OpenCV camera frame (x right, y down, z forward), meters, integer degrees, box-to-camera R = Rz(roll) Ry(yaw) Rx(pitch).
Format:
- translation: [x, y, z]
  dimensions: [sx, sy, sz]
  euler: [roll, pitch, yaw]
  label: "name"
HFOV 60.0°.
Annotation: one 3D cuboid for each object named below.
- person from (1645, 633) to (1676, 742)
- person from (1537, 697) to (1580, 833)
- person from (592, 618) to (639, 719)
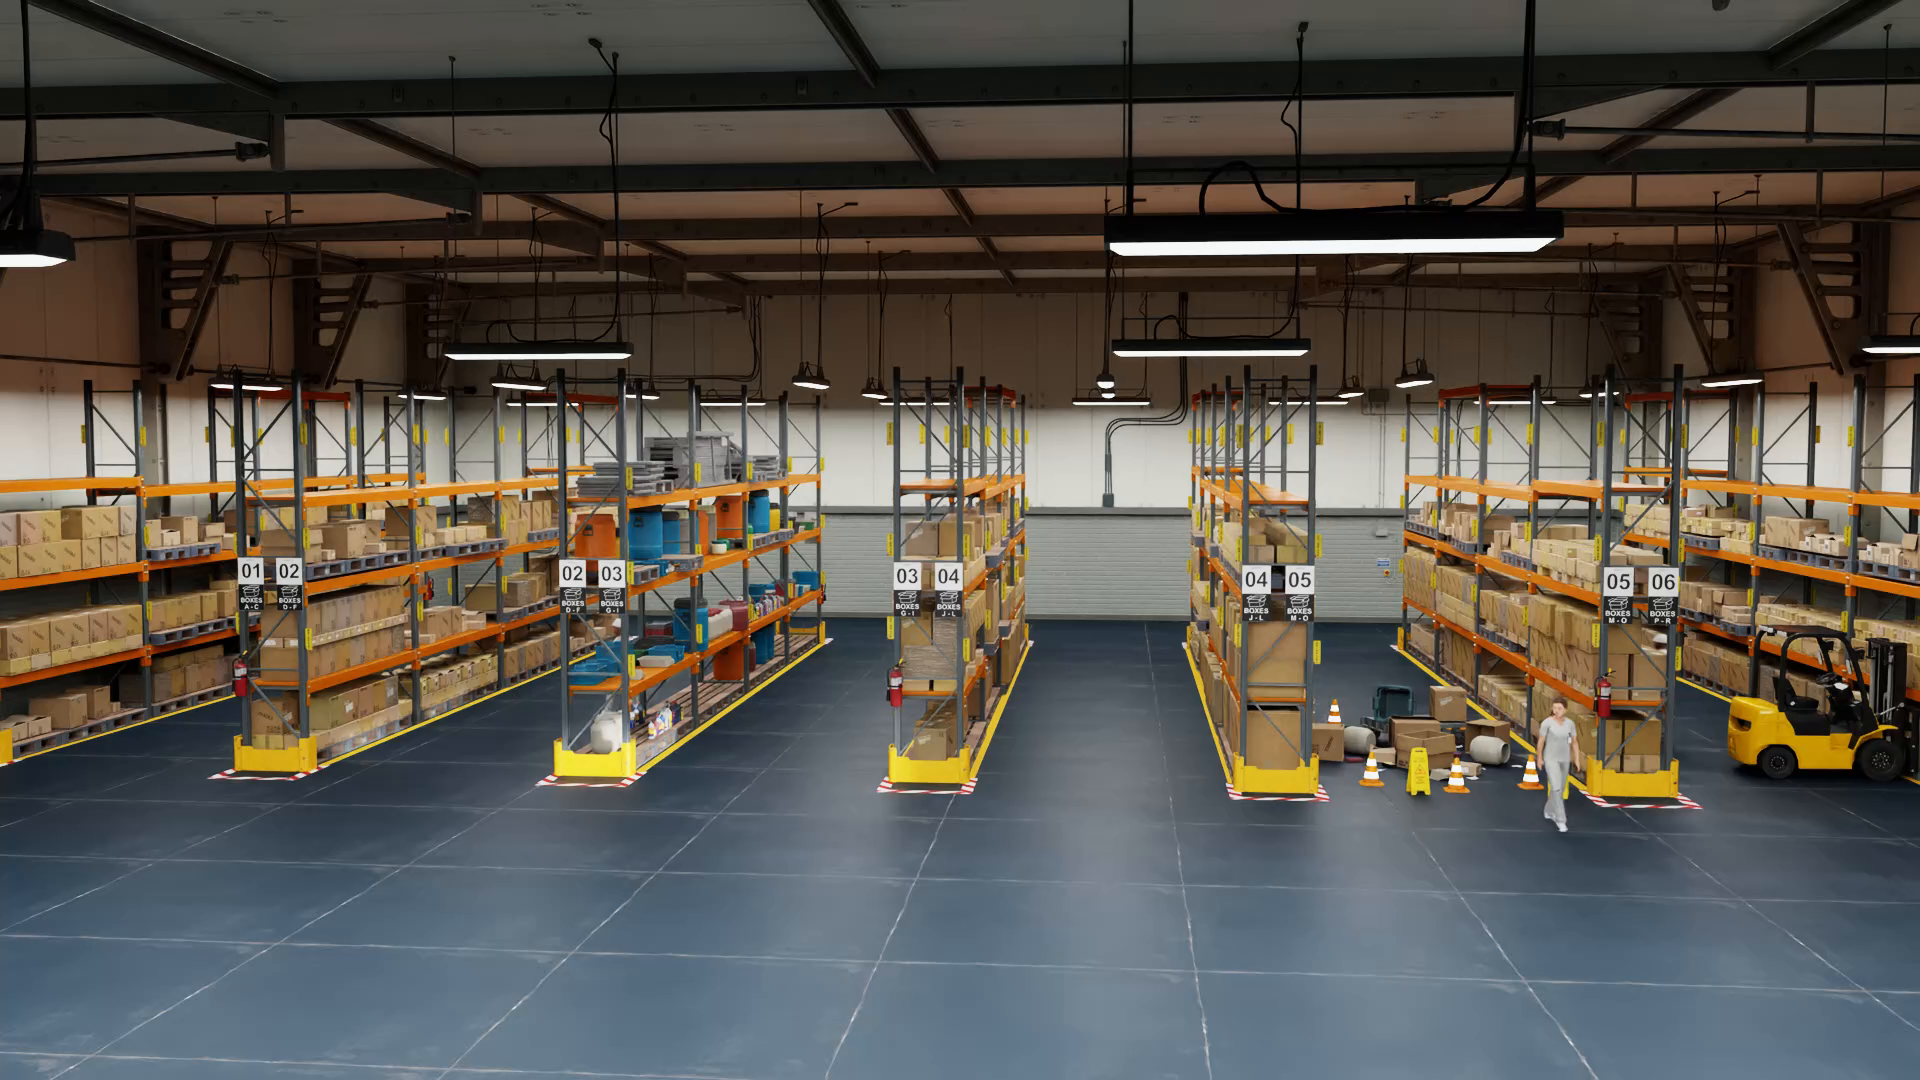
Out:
- translation: [11.534, 2.449, 27.309]
  dimensions: [0.538, 1.809, 0.602]
  euler: [0, 4, 2]
  label: "person"
- translation: [7.666, 2.887, 21.315]
  dimensions: [0.470, 1.703, 0.688]
  euler: [-1, 4, -9]
  label: "person"
- translation: [-6.089, 2.273, 29.534]
  dimensions: [0.773, 1.770, 0.606]
  euler: [1, 4, 8]
  label: "person"
